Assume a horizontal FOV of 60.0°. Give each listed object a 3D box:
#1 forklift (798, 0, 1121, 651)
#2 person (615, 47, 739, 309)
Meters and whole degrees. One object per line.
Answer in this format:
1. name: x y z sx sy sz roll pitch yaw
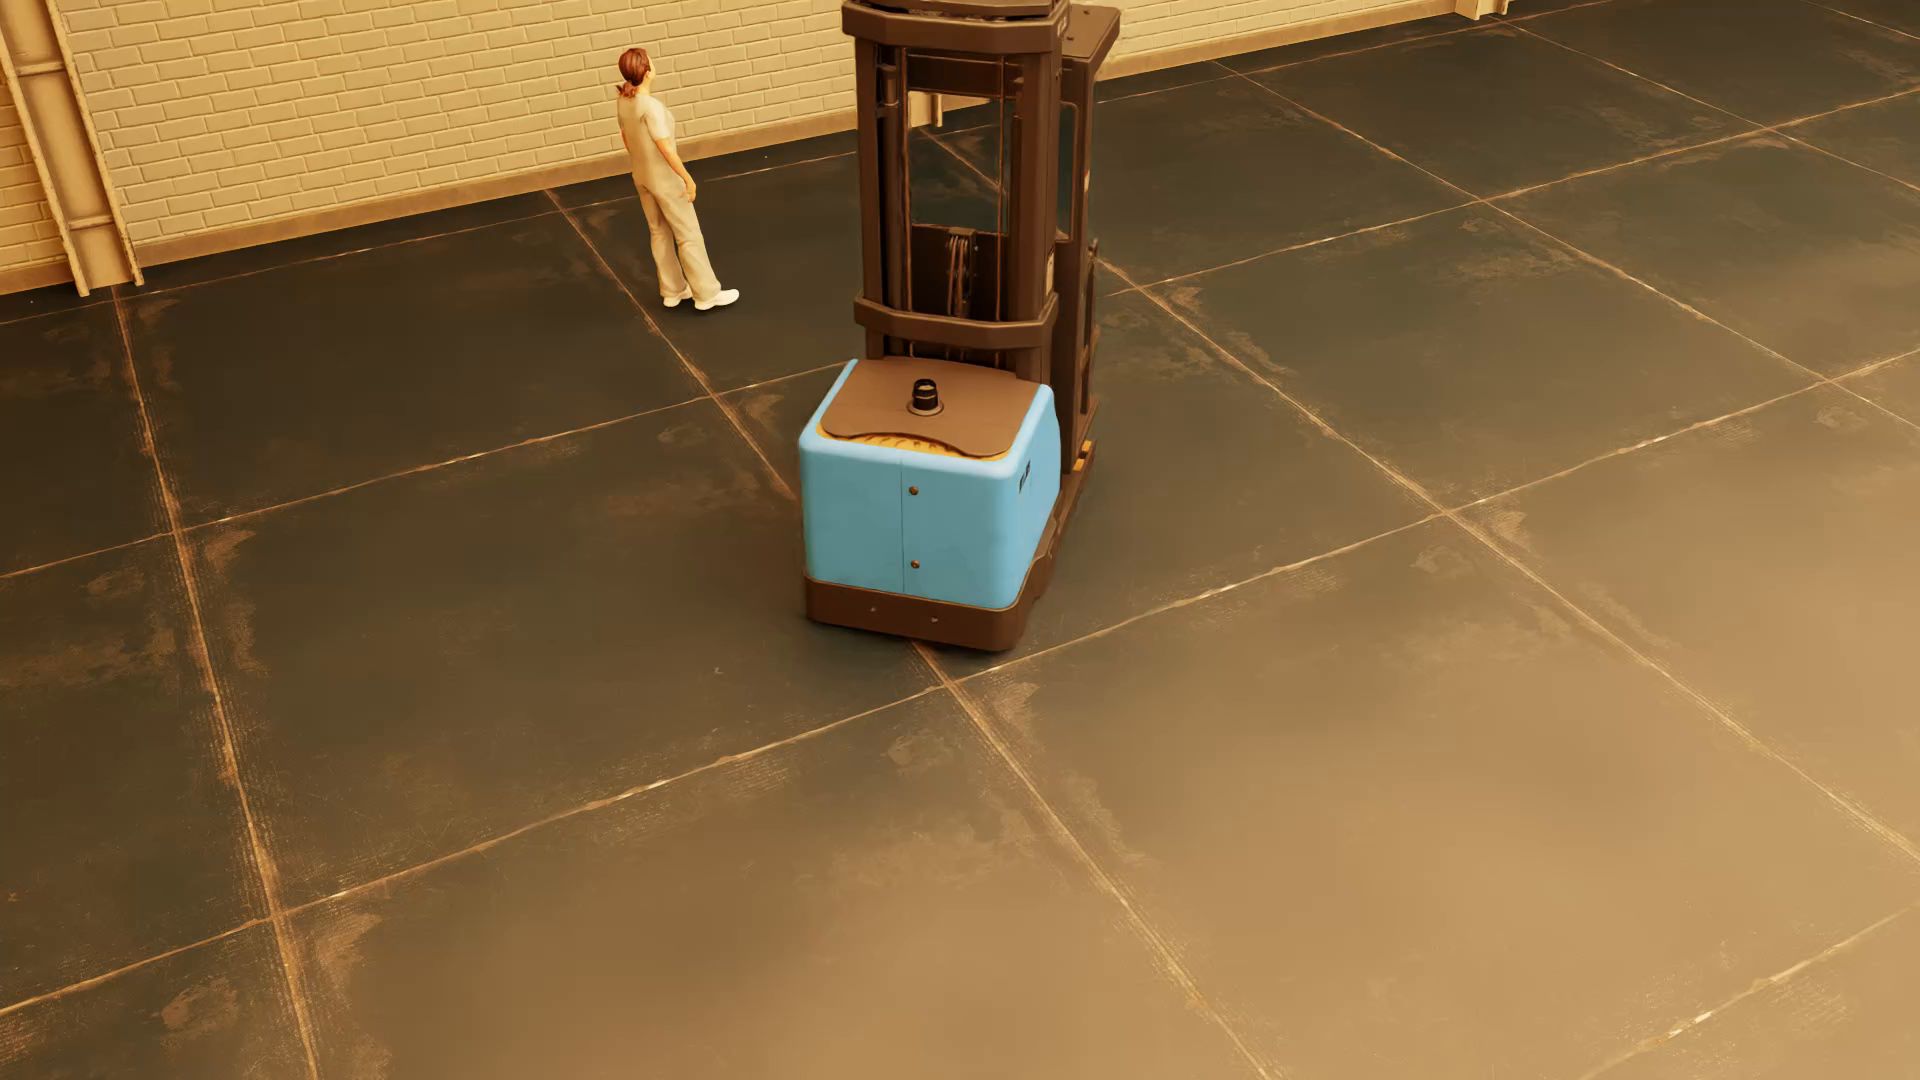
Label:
1. forklift: 0.131 -1.525 8.280 1.130 2.935 3.031 9 36 12
2. person: -1.794 -2.247 10.312 0.546 1.674 0.535 30 45 35
